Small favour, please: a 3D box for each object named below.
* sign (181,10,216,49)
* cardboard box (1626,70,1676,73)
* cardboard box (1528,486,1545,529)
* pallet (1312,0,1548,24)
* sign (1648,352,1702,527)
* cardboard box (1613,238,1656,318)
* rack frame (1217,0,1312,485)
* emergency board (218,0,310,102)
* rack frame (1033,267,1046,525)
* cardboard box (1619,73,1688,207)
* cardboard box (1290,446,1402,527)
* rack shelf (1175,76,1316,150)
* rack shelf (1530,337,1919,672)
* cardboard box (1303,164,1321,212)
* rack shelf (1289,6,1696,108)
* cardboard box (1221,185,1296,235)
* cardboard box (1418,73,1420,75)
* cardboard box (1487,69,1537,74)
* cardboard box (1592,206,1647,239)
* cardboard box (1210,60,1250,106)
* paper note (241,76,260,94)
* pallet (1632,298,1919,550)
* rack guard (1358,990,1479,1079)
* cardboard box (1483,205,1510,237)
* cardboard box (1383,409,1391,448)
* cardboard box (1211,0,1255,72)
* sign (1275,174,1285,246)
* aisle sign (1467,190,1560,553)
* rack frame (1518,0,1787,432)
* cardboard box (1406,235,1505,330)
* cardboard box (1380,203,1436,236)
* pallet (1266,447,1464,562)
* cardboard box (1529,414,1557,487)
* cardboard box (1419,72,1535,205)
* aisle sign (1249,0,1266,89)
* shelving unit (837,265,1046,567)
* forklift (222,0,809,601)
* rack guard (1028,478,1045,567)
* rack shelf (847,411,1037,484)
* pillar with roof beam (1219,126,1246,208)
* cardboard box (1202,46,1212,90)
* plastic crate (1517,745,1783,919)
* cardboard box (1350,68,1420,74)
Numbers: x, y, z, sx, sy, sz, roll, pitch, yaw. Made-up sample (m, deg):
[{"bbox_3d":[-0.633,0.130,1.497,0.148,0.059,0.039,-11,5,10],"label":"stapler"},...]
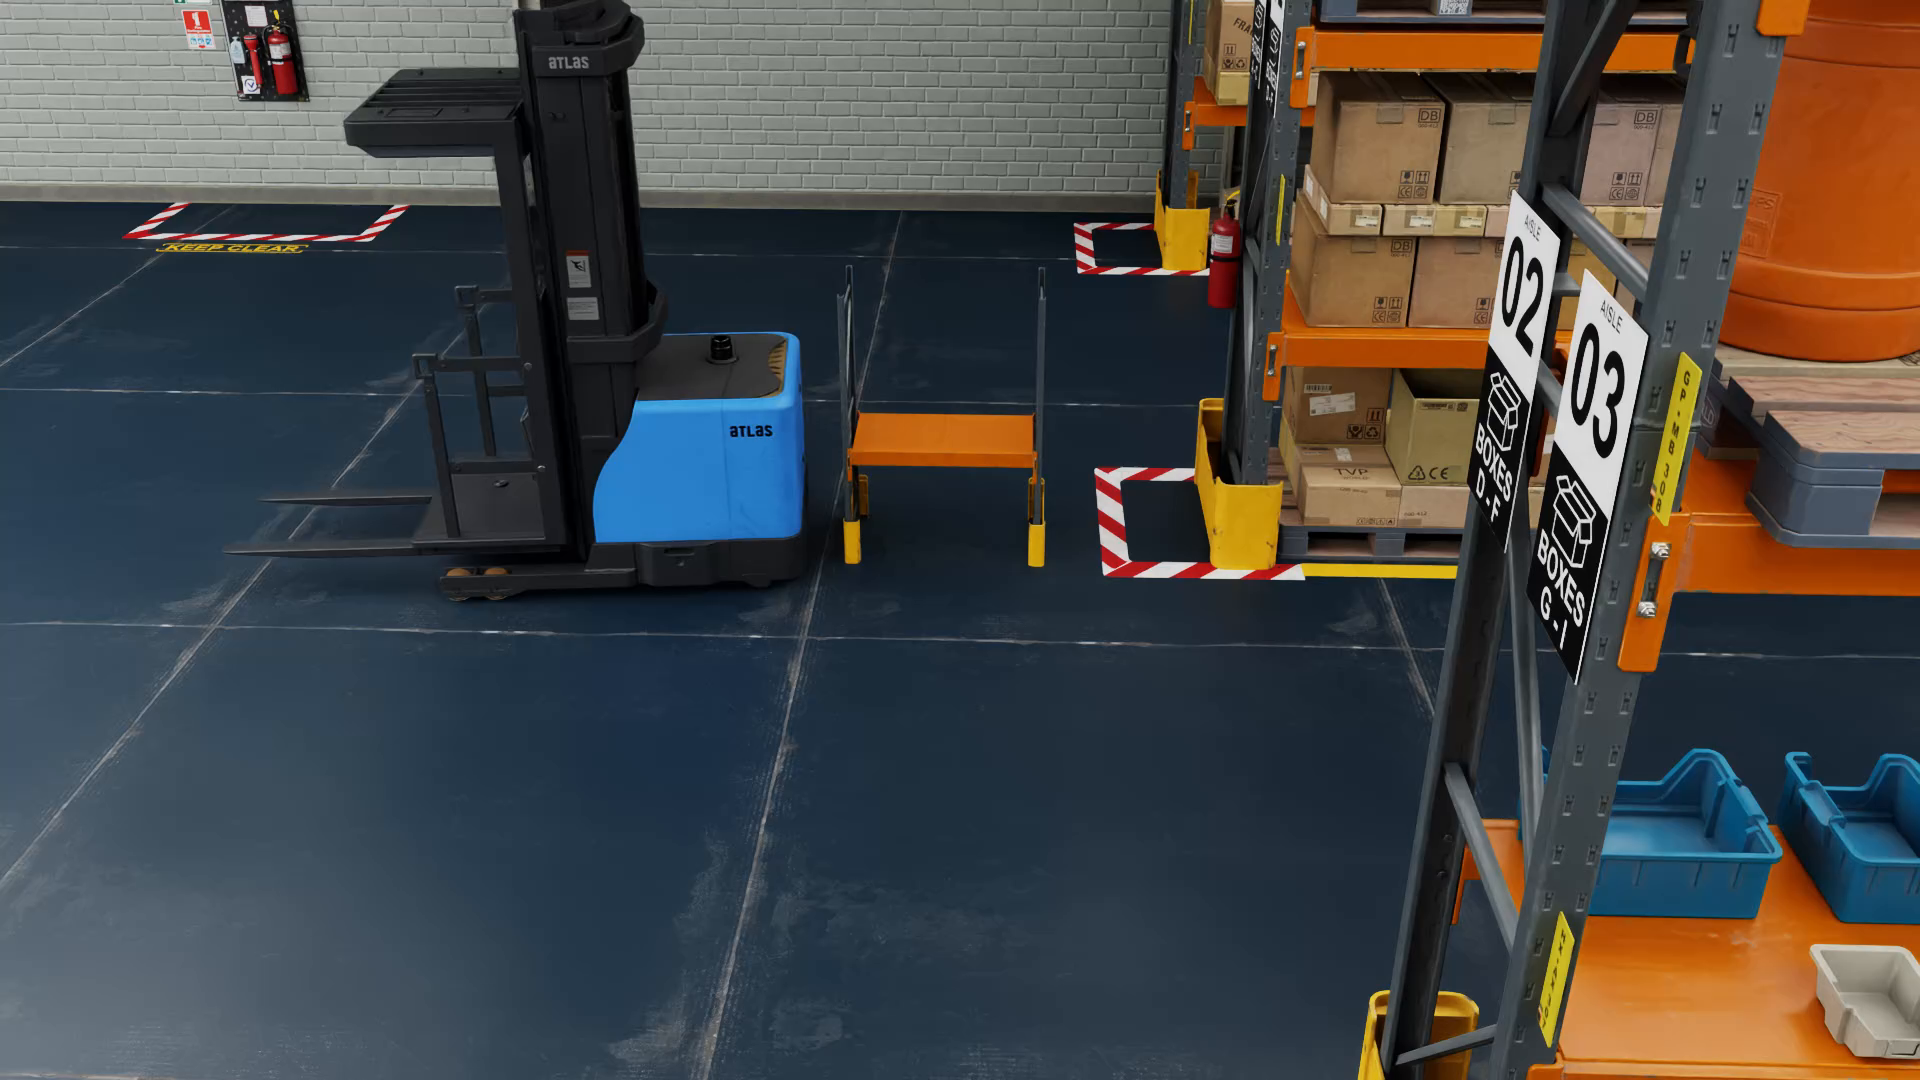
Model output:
[{"bbox_3d":[-6.537,-4.382,14.275,0.234,0.329,0.001,1,28,2],"label":"sign"},{"bbox_3d":[5.261,-3.828,12.607,0.500,0.500,0.500,1,28,2],"label":"cardboard box"},{"bbox_3d":[3.103,-0.281,9.065,0.500,0.250,0.500,1,28,2],"label":"cardboard box"},{"bbox_3d":[2.281,-2.701,8.034,1.213,0.211,1.003,1,28,2],"label":"pallet"},{"bbox_3d":[1.373,-0.192,3.197,0.005,0.325,0.100,1,28,2],"label":"sign"},{"bbox_3d":[3.589,-1.445,8.666,0.500,0.500,0.700,2,28,3],"label":"cardboard box"},{"bbox_3d":[1.575,-1.438,8.761,0.127,3.000,1.000,1,28,2],"label":"rack frame"},{"bbox_3d":[-5.988,-4.308,14.175,0.643,1.169,0.194,1,28,2],"label":"emergency board"},{"bbox_3d":[0.423,-0.656,8.886,0.032,1.500,0.500,1,28,2],"label":"rack frame"},{"bbox_3d":[3.625,-2.019,8.364,0.500,0.500,0.700,1,28,2],"label":"cardboard box"},{"bbox_3d":[2.104,-0.296,9.093,0.500,0.250,0.500,1,28,2],"label":"cardboard box"},{"bbox_3d":[3.745,-3.406,13.241,4.000,0.370,1.077,1,28,2],"label":"rack shelf"},{"bbox_3d":[3.396,-0.094,3.791,4.000,0.370,1.077,1,28,2],"label":"rack shelf"},{"bbox_3d":[1.964,-1.852,8.742,0.250,0.149,0.380,0,28,1],"label":"cardboard box"},{"bbox_3d":[3.574,-2.413,8.164,4.000,0.370,1.077,1,28,2],"label":"rack shelf"},{"bbox_3d":[2.435,-2.710,13.561,0.500,0.311,0.500,-2,28,-4],"label":"cardboard box"},{"bbox_3d":[3.251,-3.530,12.845,0.500,0.250,0.500,1,28,1],"label":"cardboard box"},{"bbox_3d":[4.259,-3.847,12.642,0.500,0.500,0.500,0,28,0],"label":"cardboard box"},{"bbox_3d":[3.247,-1.642,8.345,0.250,0.149,0.380,1,28,1],"label":"cardboard box"},{"bbox_3d":[2.223,-3.543,12.870,0.500,0.250,0.500,0,28,0],"label":"cardboard box"},{"bbox_3d":[-6.162,-3.954,14.448,0.142,0.148,0.016,1,28,2],"label":"paper note"},{"bbox_3d":[2.220,-0.302,3.617,1.213,0.211,1.003,1,28,2],"label":"pallet"},{"bbox_3d":[1.475,1.964,5.012,0.348,0.500,1.175,1,28,2],"label":"rack guard"},{"bbox_3d":[2.725,-1.649,8.358,0.250,0.149,0.380,1,28,1],"label":"cardboard box"},{"bbox_3d":[2.622,-0.536,9.546,0.500,0.250,0.500,1,28,2],"label":"cardboard box"},{"bbox_3d":[2.213,-3.882,12.710,0.500,0.500,0.500,1,28,2],"label":"cardboard box"},{"bbox_3d":[1.550,-1.596,8.050,0.005,0.325,0.100,1,28,2],"label":"sign"},{"bbox_3d":[1.335,-0.409,4.043,0.004,0.787,0.394,1,28,2],"label":"aisle sign"},{"bbox_3d":[1.397,-1.771,2.982,0.127,3.000,1.000,1,28,2],"label":"rack frame"},{"bbox_3d":[2.567,-1.462,8.699,0.500,0.500,0.700,2,28,3],"label":"cardboard box"},{"bbox_3d":[2.224,-1.659,8.377,0.250,0.149,0.380,0,28,0],"label":"cardboard box"},{"bbox_3d":[2.341,-0.213,9.427,1.213,0.211,1.003,1,28,2],"label":"pallet"},{"bbox_3d":[3.103,-0.618,8.900,0.500,0.500,0.500,1,28,2],"label":"cardboard box"},{"bbox_3d":[2.620,-2.035,8.394,0.500,0.500,0.700,0,28,0],"label":"cardboard box"},{"bbox_3d":[1.520,-2.726,8.413,0.004,0.787,0.394,1,28,2],"label":"aisle sign"},{"bbox_3d":[-0.076,-0.664,8.901,1.083,1.500,0.587,1,28,2],"label":"shelving unit"},{"bbox_3d":[-2.354,-1.233,8.446,3.031,2.935,1.130,-2,28,-3],"label":"forklift"},{"bbox_3d":[0.422,-0.103,9.178,0.087,0.250,0.587,1,28,2],"label":"rack guard"},{"bbox_3d":[-0.085,-0.505,8.986,1.000,0.185,0.538,1,28,2],"label":"rack shelf"},{"bbox_3d":[2.325,-4.786,8.671,0.400,9.000,9.100,1,28,2],"label":"pillar with roof beam"},{"bbox_3d":[2.221,-3.783,13.322,0.500,0.250,0.500,1,28,3],"label":"cardboard box"},{"bbox_3d":[1.908,0.814,4.671,0.616,0.251,0.499,1,28,2],"label":"plastic crate"},{"bbox_3d":[3.223,-3.858,12.664,0.500,0.500,0.500,0,28,0],"label":"cardboard box"}]
